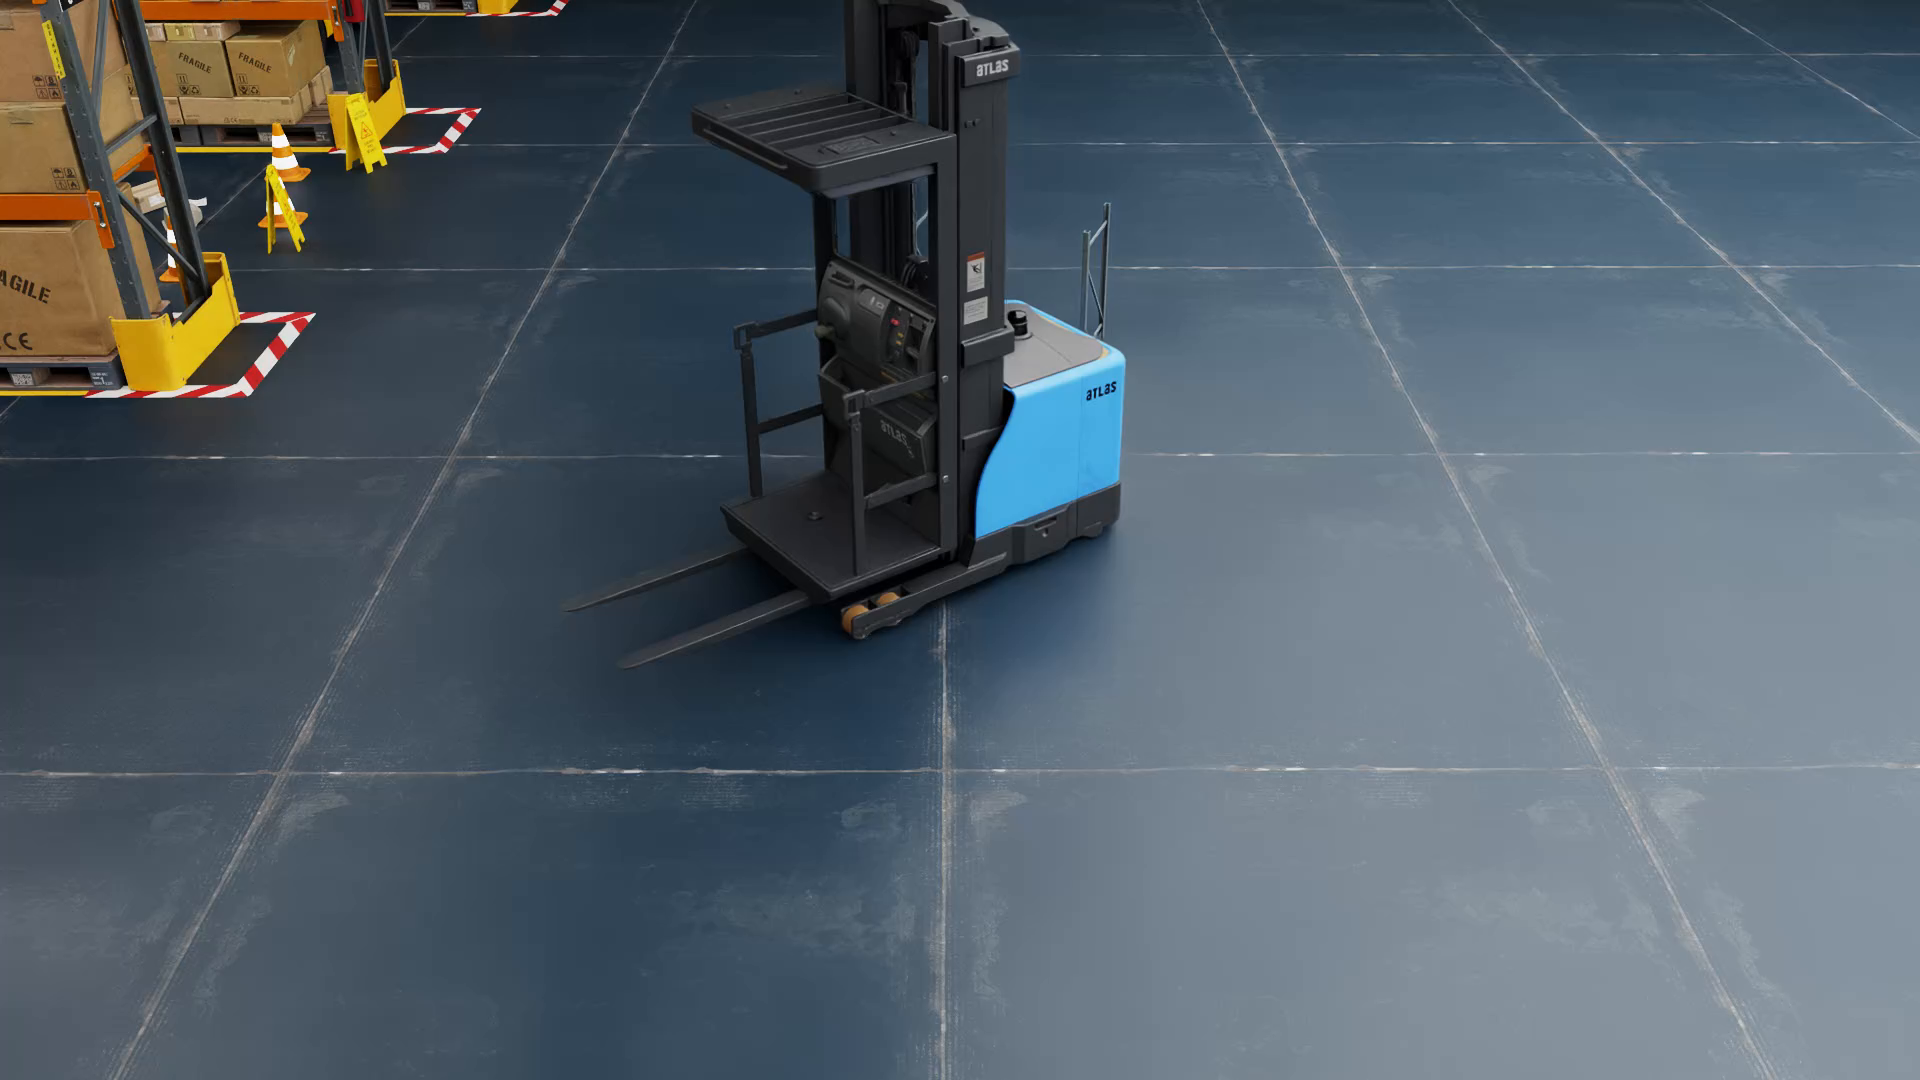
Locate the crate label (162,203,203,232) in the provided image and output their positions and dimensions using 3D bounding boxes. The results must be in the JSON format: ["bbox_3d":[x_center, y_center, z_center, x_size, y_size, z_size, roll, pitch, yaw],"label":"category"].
[{"bbox_3d":[-6.290,-2.619,13.435,0.298,0.136,0.250,-17,35,-26],"label":"crate label"}]

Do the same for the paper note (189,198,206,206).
[{"bbox_3d":[-6.362,-2.818,13.866,0.142,0.019,0.148,-11,33,-17],"label":"paper note"}]

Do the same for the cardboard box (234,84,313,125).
[{"bbox_3d":[-6.259,-3.985,15.172,0.500,0.250,0.500,0,31,-1],"label":"cardboard box"}]

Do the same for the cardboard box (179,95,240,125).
[{"bbox_3d":[-6.753,-3.987,15.176,0.500,0.250,0.500,0,31,0],"label":"cardboard box"}]

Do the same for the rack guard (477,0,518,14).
[{"bbox_3d":[-5.438,-6.629,19.694,0.348,0.500,1.175,0,31,0],"label":"rack guard"}]

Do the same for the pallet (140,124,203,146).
[{"bbox_3d":[-7.534,-3.944,15.547,1.213,0.211,1.003,0,31,0],"label":"pallet"}]

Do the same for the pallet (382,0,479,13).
[{"bbox_3d":[-6.227,-6.482,19.729,1.213,0.211,1.003,0,31,0],"label":"pallet"}]

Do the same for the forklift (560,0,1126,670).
[{"bbox_3d":[-0.586,-1.065,8.180,3.031,2.935,1.130,-21,37,-31],"label":"forklift"}]

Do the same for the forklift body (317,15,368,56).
[{"bbox_3d":[-7.347,-6.383,17.696,1.214,2.155,2.313,0,31,0],"label":"forklift body"}]

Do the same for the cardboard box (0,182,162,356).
[{"bbox_3d":[-5.975,-1.791,10.953,0.875,0.875,0.875,0,31,0],"label":"cardboard box"}]

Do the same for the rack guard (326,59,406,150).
[{"bbox_3d":[-5.505,-4.054,15.450,0.348,0.500,1.175,0,31,0],"label":"rack guard"}]

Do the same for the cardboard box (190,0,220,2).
[{"bbox_3d":[-6.568,-4.839,14.576,0.250,0.149,0.380,0,31,1],"label":"cardboard box"}]

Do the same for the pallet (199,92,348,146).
[{"bbox_3d":[-6.317,-3.946,15.551,1.213,0.211,1.003,0,31,0],"label":"pallet"}]

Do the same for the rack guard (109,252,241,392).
[{"bbox_3d":[-5.274,-1.487,11.219,0.348,0.500,1.175,0,31,0],"label":"rack guard"}]

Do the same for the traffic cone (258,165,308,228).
[{"bbox_3d":[-5.504,-2.793,13.408,0.334,0.463,0.336,0,31,0],"label":"traffic cone"}]

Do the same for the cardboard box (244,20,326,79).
[{"bbox_3d":[-6.261,-4.588,15.443,0.500,0.500,0.500,-1,31,-2],"label":"cardboard box"}]

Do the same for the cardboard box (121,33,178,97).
[{"bbox_3d":[-7.255,-4.309,14.983,0.500,0.500,0.500,-1,31,-1],"label":"cardboard box"}]

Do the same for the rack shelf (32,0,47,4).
[{"bbox_3d":[-7.298,-3.524,9.969,4.000,0.370,1.077,0,31,0],"label":"rack shelf"}]

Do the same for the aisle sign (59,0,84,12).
[{"bbox_3d":[-5.225,-3.512,9.640,0.004,0.787,0.394,0,31,0],"label":"aisle sign"}]

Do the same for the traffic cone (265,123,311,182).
[{"bbox_3d":[-5.851,-3.368,14.355,0.334,0.463,0.336,0,31,0],"label":"traffic cone"}]

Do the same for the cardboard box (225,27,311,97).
[{"bbox_3d":[-6.228,-4.310,14.985,0.500,0.500,0.500,0,31,0],"label":"cardboard box"}]

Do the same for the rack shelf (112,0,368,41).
[{"bbox_3d":[-7.428,-4.809,14.978,4.000,0.370,1.077,0,31,0],"label":"rack shelf"}]

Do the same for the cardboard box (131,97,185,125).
[{"bbox_3d":[-7.277,-3.983,15.169,0.500,0.250,0.500,-1,31,-2],"label":"cardboard box"}]

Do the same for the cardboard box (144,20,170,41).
[{"bbox_3d":[-7.110,-4.552,14.759,0.250,0.149,0.380,1,31,2],"label":"cardboard box"}]

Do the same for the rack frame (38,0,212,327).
[{"bbox_3d":[-5.298,-2.556,10.571,0.127,3.000,1.000,0,31,0],"label":"rack frame"}]

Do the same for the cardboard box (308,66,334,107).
[{"bbox_3d":[-6.237,-4.268,15.639,0.500,0.250,0.500,0,31,-1],"label":"cardboard box"}]

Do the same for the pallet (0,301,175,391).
[{"bbox_3d":[-6.097,-1.320,11.223,1.213,0.211,1.003,0,31,0],"label":"pallet"}]

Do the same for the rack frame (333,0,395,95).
[{"bbox_3d":[-5.429,-5.123,14.802,0.127,3.000,1.000,0,31,0],"label":"rack frame"}]

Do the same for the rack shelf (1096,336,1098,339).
[{"bbox_3d":[0.290,-1.101,9.966,1.000,0.185,0.538,10,33,16],"label":"rack shelf"}]

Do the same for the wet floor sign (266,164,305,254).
[{"bbox_3d":[-5.281,-2.576,12.874,0.232,0.644,0.267,-5,32,-9],"label":"wet floor sign"}]

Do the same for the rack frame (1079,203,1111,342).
[{"bbox_3d":[0.771,-1.171,9.734,0.032,1.500,0.500,10,33,16],"label":"rack frame"}]

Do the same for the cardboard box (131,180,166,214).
[{"bbox_3d":[-6.726,-2.852,13.808,0.250,0.149,0.380,16,35,25],"label":"cardboard box"}]

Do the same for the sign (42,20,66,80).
[{"bbox_3d":[-5.308,-2.871,9.745,0.005,0.325,0.100,0,31,0],"label":"sign"}]

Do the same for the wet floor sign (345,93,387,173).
[{"bbox_3d":[-5.232,-3.562,14.499,0.232,0.644,0.267,10,33,17],"label":"wet floor sign"}]

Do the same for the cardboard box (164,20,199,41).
[{"bbox_3d":[-6.846,-4.552,14.759,0.250,0.149,0.380,0,31,1],"label":"cardboard box"}]

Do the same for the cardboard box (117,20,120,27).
[{"bbox_3d":[-7.820,-4.581,15.431,0.500,0.500,0.500,1,31,2],"label":"cardboard box"}]

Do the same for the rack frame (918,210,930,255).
[{"bbox_3d":[-0.192,-1.339,10.011,0.032,1.500,0.500,10,33,16],"label":"rack frame"}]

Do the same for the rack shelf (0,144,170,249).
[{"bbox_3d":[-7.298,-2.242,10.747,4.000,0.370,1.077,0,31,0],"label":"rack shelf"}]

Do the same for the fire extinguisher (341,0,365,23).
[{"bbox_3d":[-5.311,-4.851,14.429,0.183,0.674,0.296,0,31,0],"label":"fire extinguisher"}]

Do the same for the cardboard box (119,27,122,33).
[{"bbox_3d":[-7.783,-4.305,14.977,0.500,0.500,0.500,1,31,2],"label":"cardboard box"}]

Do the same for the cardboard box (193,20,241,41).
[{"bbox_3d":[-6.595,-4.551,14.757,0.250,0.149,0.380,1,31,1],"label":"cardboard box"}]

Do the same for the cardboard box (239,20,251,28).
[{"bbox_3d":[-6.783,-4.584,15.437,0.500,0.500,0.500,-1,31,-2],"label":"cardboard box"}]

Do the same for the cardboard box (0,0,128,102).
[{"bbox_3d":[-5.669,-3.100,10.283,0.550,0.550,0.875,0,31,0],"label":"cardboard box"}]

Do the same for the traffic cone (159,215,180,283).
[{"bbox_3d":[-5.837,-2.206,12.440,0.334,0.463,0.336,0,31,0],"label":"traffic cone"}]

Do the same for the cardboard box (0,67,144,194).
[{"bbox_3d":[-5.668,-2.595,10.491,0.550,0.550,0.875,0,31,0],"label":"cardboard box"}]

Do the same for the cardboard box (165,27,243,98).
[{"bbox_3d":[-6.750,-4.307,14.979,0.500,0.500,0.500,1,31,2],"label":"cardboard box"}]

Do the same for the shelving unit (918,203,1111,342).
[{"bbox_3d":[0.290,-1.255,9.873,1.048,1.500,0.538,10,33,16],"label":"shelving unit"}]
